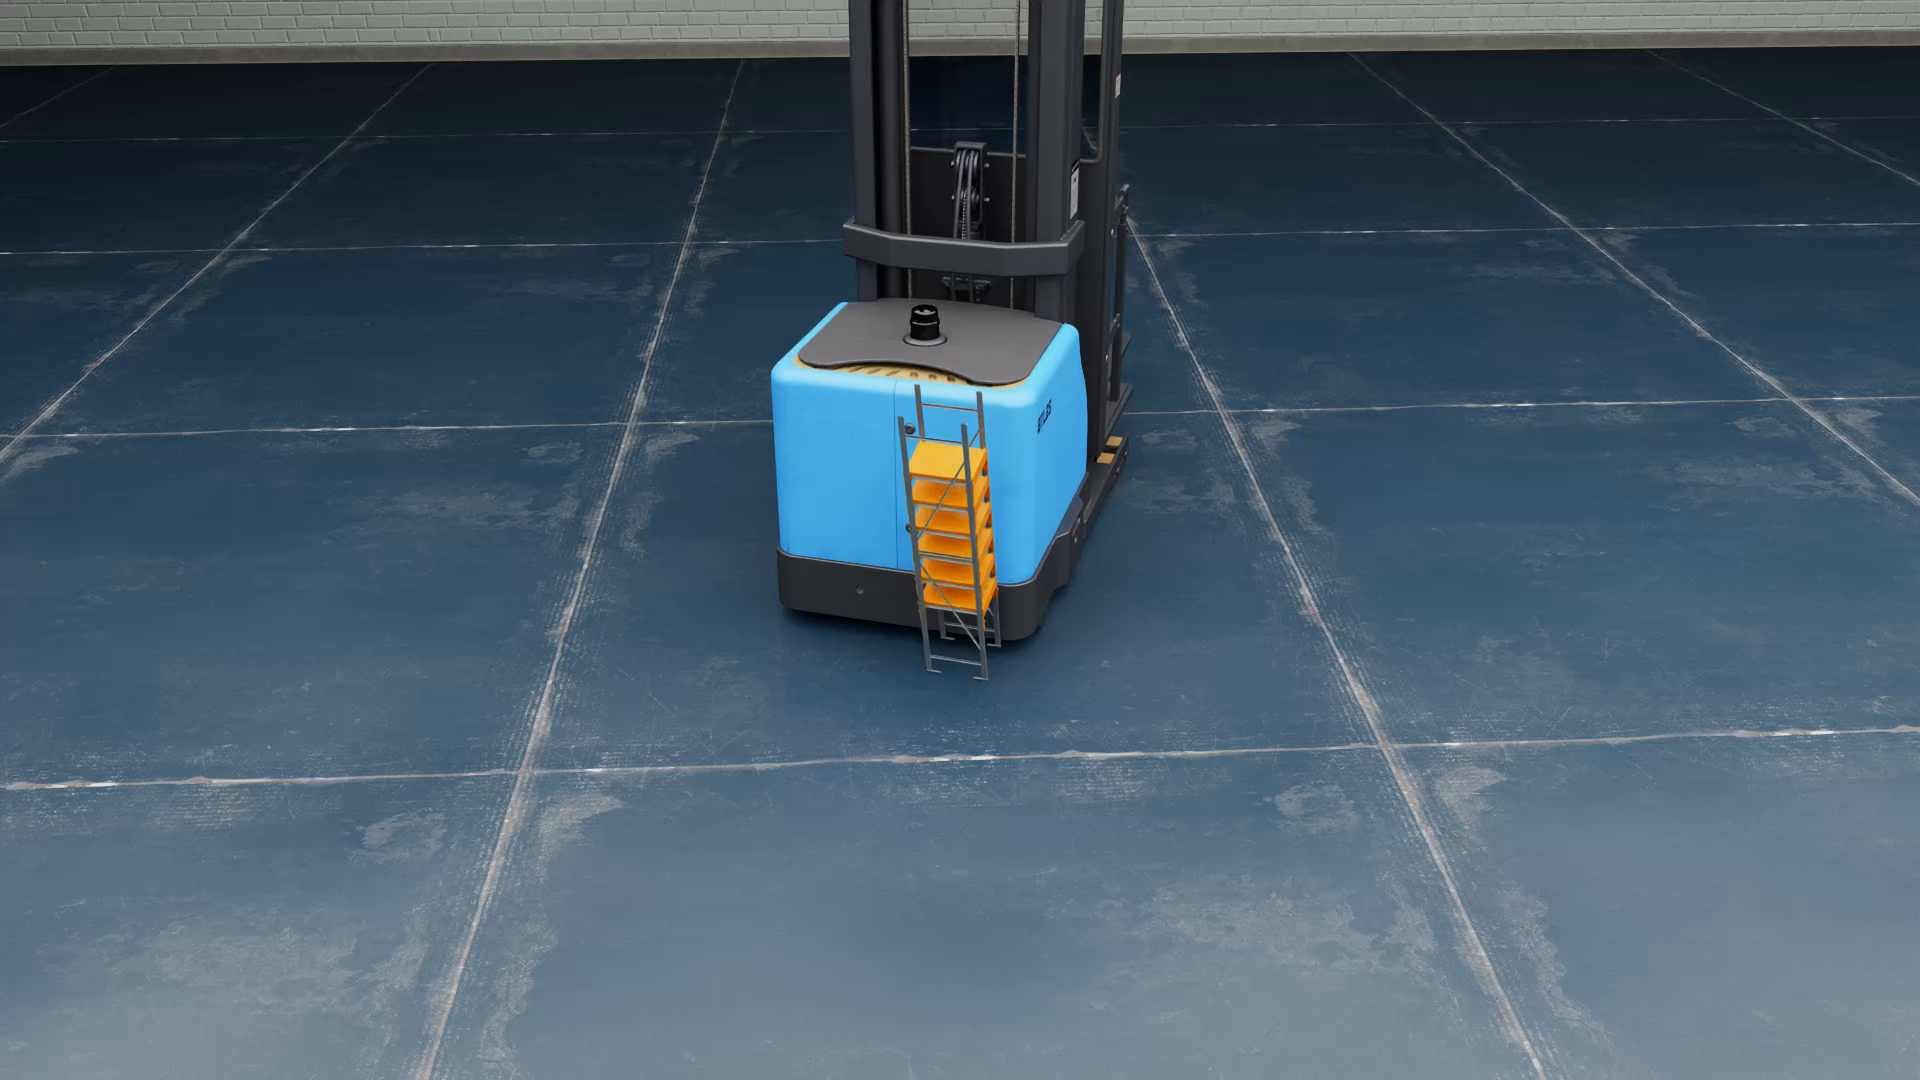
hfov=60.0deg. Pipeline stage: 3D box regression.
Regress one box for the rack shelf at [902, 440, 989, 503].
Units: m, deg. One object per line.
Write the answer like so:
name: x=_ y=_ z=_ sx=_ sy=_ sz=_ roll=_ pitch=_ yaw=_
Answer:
rack shelf: x=-0.047 y=-0.240 z=5.736 sx=0.258 sy=0.103 sz=0.180 roll=8 pitch=42 yaw=15

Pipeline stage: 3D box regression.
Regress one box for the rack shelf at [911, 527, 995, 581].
rack shelf: x=-0.023 y=0.033 z=5.970 sx=0.258 sy=0.103 sz=0.180 roll=8 pitch=42 yaw=15

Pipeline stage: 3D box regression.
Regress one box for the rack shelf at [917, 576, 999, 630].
rack shelf: x=-0.006 y=0.214 z=6.126 sx=0.258 sy=0.103 sz=0.180 roll=8 pitch=42 yaw=15

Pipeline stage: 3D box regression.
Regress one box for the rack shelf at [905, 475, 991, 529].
rack shelf: x=-0.039 y=-0.149 z=5.814 sx=0.258 sy=0.103 sz=0.180 roll=8 pitch=42 yaw=15

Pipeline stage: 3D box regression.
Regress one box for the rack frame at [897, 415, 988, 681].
rack frame: x=-0.051 y=0.057 z=5.875 sx=0.240 sy=1.200 sz=0.006 roll=8 pitch=42 yaw=15

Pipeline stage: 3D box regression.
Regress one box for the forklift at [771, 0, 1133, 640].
forklift: x=0.172 y=-1.579 z=7.108 sx=1.130 sy=2.935 sz=3.031 roll=7 pitch=28 yaw=14

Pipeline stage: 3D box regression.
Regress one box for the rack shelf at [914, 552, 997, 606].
rack shelf: x=-0.014 y=0.123 z=6.048 sx=0.258 sy=0.103 sz=0.180 roll=8 pitch=42 yaw=15

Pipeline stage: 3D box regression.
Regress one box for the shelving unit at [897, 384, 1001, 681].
shelving unit: x=-0.026 y=-0.001 z=5.941 sx=0.258 sy=1.200 sz=0.189 roll=8 pitch=42 yaw=15

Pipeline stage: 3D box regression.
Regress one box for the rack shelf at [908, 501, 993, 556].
rack shelf: x=-0.031 y=-0.058 z=5.892 sx=0.258 sy=0.103 sz=0.180 roll=8 pitch=42 yaw=15

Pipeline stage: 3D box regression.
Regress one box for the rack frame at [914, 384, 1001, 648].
rack frame: x=0.000 y=-0.060 z=6.006 sx=0.240 sy=1.200 sz=0.006 roll=8 pitch=42 yaw=15
